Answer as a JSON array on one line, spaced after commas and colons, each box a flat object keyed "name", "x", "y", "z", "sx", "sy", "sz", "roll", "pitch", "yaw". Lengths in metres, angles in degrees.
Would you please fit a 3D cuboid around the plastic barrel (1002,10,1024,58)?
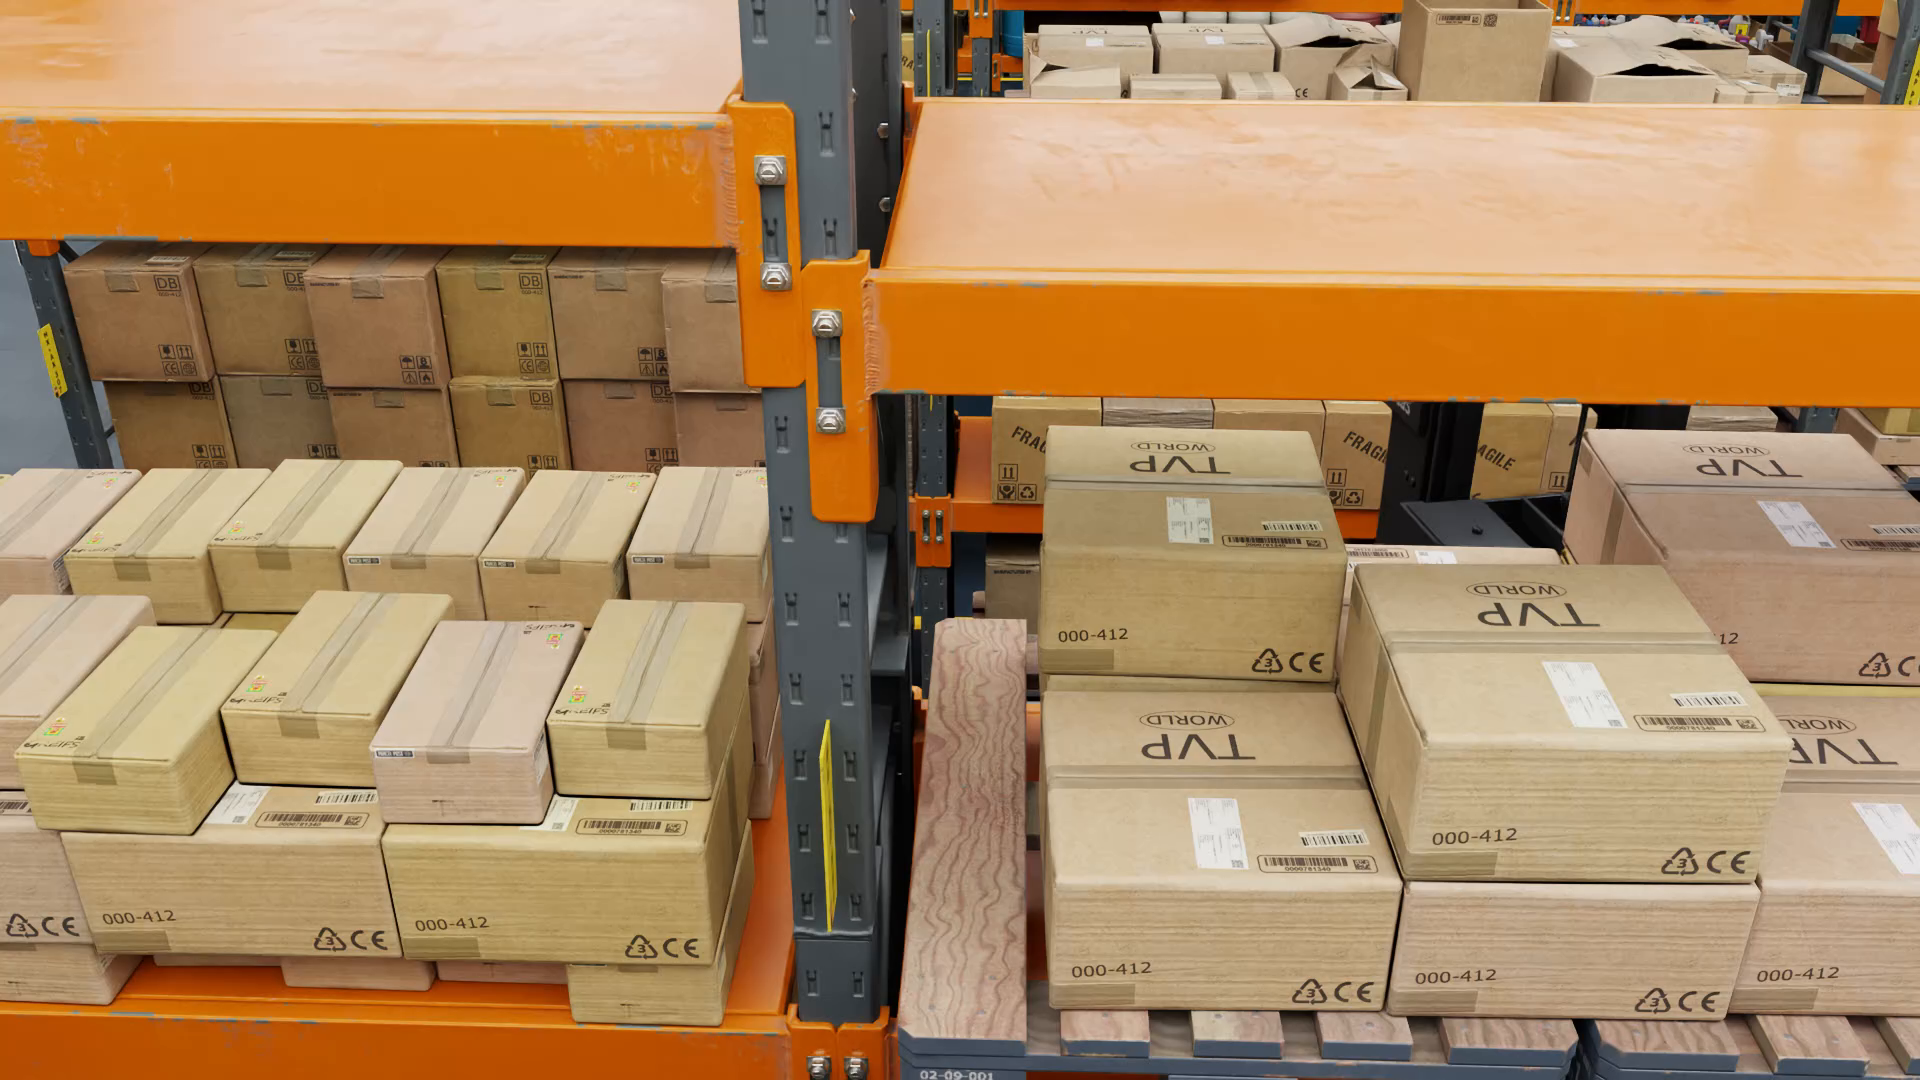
[{"name": "plastic barrel", "x": 0.716, "y": -5.302, "z": 16.515, "sx": 0.708, "sy": 0.901, "sz": 0.600, "roll": 1, "pitch": 28, "yaw": 2}]

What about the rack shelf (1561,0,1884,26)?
[{"name": "rack shelf", "x": 6.162, "y": -3.819, "z": 11.817, "sx": 4.000, "sy": 0.370, "sz": 1.077, "roll": 1, "pitch": 28, "yaw": 2}]

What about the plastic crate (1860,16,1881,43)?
[{"name": "plastic crate", "x": 9.219, "y": -5.020, "z": 16.384, "sx": 0.583, "sy": 0.464, "sz": 0.402, "roll": 1, "pitch": 28, "yaw": 2}]

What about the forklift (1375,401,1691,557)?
[{"name": "forklift", "x": 1.948, "y": 0.887, "z": 5.447, "sx": 1.130, "sy": 2.935, "sz": 3.031, "roll": -5, "pitch": 28, "yaw": -9}]

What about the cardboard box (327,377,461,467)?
[{"name": "cardboard box", "x": -2.630, "y": -0.671, "z": 8.154, "sx": 0.550, "sy": 0.550, "sz": 0.875, "roll": 1, "pitch": 28, "yaw": 2}]

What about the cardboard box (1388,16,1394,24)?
[{"name": "cardboard box", "x": 5.485, "y": -6.424, "z": 21.365, "sx": 0.500, "sy": 0.500, "sz": 0.500, "roll": 0, "pitch": 28, "yaw": 0}]

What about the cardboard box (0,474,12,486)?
[{"name": "cardboard box", "x": -2.044, "y": 0.016, "z": 3.231, "sx": 0.250, "sy": 0.149, "sz": 0.380, "roll": 1, "pitch": 28, "yaw": 3}]

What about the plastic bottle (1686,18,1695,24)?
[{"name": "plastic bottle", "x": 7.226, "y": -5.008, "z": 16.547, "sx": 0.185, "sy": 0.351, "sz": 0.144, "roll": 1, "pitch": 28, "yaw": 2}]

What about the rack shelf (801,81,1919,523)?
[{"name": "rack shelf", "x": 1.815, "y": -0.395, "z": 2.583, "sx": 4.000, "sy": 0.370, "sz": 1.077, "roll": 1, "pitch": 28, "yaw": 2}]

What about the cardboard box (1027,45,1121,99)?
[{"name": "cardboard box", "x": 0.484, "y": -1.960, "z": 7.130, "sx": 0.396, "sy": 0.266, "sz": 0.258, "roll": 1, "pitch": 28, "yaw": 1}]

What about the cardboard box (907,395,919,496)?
[{"name": "cardboard box", "x": -0.480, "y": -0.658, "z": 8.128, "sx": 0.550, "sy": 0.550, "sz": 0.875, "roll": 1, "pitch": 28, "yaw": 2}]

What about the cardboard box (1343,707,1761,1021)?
[{"name": "cardboard box", "x": 0.893, "y": 0.489, "z": 2.635, "sx": 0.500, "sy": 0.250, "sz": 0.500, "roll": 1, "pitch": 28, "yaw": 1}]

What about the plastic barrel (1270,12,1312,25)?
[{"name": "plastic barrel", "x": 3.302, "y": -5.129, "z": 16.604, "sx": 0.421, "sy": 0.512, "sz": 0.421, "roll": 0, "pitch": 28, "yaw": 0}]

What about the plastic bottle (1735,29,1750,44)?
[{"name": "plastic bottle", "x": 7.697, "y": -4.883, "z": 16.383, "sx": 0.133, "sy": 0.283, "sz": 0.061, "roll": 1, "pitch": 28, "yaw": 2}]

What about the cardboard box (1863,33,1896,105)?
[{"name": "cardboard box", "x": 4.467, "y": -2.004, "z": 7.518, "sx": 0.500, "sy": 0.500, "sz": 0.500, "roll": 1, "pitch": 28, "yaw": 2}]

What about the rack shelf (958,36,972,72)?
[{"name": "rack shelf", "x": -1.658, "y": -4.944, "z": 17.143, "sx": 4.000, "sy": 0.370, "sz": 1.077, "roll": 1, "pitch": 28, "yaw": 2}]

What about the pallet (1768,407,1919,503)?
[{"name": "pallet", "x": 4.603, "y": -0.478, "z": 8.154, "sx": 1.003, "sy": 0.211, "sz": 1.213, "roll": 1, "pitch": 28, "yaw": 2}]

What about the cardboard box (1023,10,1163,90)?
[{"name": "cardboard box", "x": 0.955, "y": -3.283, "z": 12.151, "sx": 1.000, "sy": 1.000, "sz": 1.000, "roll": 1, "pitch": 28, "yaw": 2}]

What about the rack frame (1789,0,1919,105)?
[{"name": "rack frame", "x": 3.887, "y": -3.175, "z": 6.632, "sx": 0.127, "sy": 3.000, "sz": 1.000, "roll": 1, "pitch": 28, "yaw": 2}]

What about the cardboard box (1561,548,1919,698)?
[{"name": "cardboard box", "x": 1.420, "y": 0.245, "z": 3.095, "sx": 0.500, "sy": 0.250, "sz": 0.500, "roll": 1, "pitch": 28, "yaw": 2}]

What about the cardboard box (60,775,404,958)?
[{"name": "cardboard box", "x": -1.140, "y": 0.448, "z": 2.842, "sx": 0.500, "sy": 0.250, "sz": 0.500, "roll": 1, "pitch": 28, "yaw": 1}]

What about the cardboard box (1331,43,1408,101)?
[{"name": "cardboard box", "x": 1.752, "y": -1.956, "z": 7.124, "sx": 0.258, "sy": 0.266, "sz": 0.396, "roll": 1, "pitch": 28, "yaw": 2}]

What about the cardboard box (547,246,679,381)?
[{"name": "cardboard box", "x": -1.567, "y": -1.184, "z": 7.968, "sx": 0.550, "sy": 0.550, "sz": 0.875, "roll": 1, "pitch": 28, "yaw": 2}]

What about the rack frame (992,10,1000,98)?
[{"name": "rack frame", "x": 0.340, "y": -5.229, "z": 16.912, "sx": 0.127, "sy": 3.000, "sz": 1.000, "roll": 1, "pitch": 28, "yaw": 2}]

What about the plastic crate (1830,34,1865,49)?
[{"name": "plastic crate", "x": 8.795, "y": -4.932, "z": 16.569, "sx": 0.243, "sy": 0.136, "sz": 0.396, "roll": 1, "pitch": 28, "yaw": 2}]

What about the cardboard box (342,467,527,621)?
[{"name": "cardboard box", "x": -1.012, "y": 0.004, "z": 3.254, "sx": 0.250, "sy": 0.149, "sz": 0.380, "roll": 0, "pitch": 28, "yaw": 0}]

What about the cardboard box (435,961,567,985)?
[{"name": "cardboard box", "x": -0.759, "y": 0.606, "z": 2.970, "sx": 0.250, "sy": 0.149, "sz": 0.380, "roll": 1, "pitch": 28, "yaw": 2}]

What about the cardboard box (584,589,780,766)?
[{"name": "cardboard box", "x": -0.614, "y": 0.202, "z": 3.306, "sx": 0.500, "sy": 0.250, "sz": 0.500, "roll": 0, "pitch": 28, "yaw": 1}]

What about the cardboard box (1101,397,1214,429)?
[{"name": "cardboard box", "x": 0.910, "y": -0.492, "z": 7.869, "sx": 0.500, "sy": 0.500, "sz": 0.500, "roll": 1, "pitch": 28, "yaw": 2}]

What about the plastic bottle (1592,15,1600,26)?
[{"name": "plastic bottle", "x": 6.517, "y": -5.261, "z": 17.110, "sx": 0.097, "sy": 0.271, "sz": 0.097, "roll": 0, "pitch": 28, "yaw": 0}]

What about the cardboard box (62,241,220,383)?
[{"name": "cardboard box", "x": -3.739, "y": -1.176, "z": 7.953, "sx": 0.550, "sy": 0.550, "sz": 0.875, "roll": 1, "pitch": 28, "yaw": 2}]

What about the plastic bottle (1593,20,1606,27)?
[{"name": "plastic bottle", "x": 6.304, "y": -4.955, "z": 16.448, "sx": 0.185, "sy": 0.351, "sz": 0.144, "roll": 1, "pitch": 28, "yaw": 2}]

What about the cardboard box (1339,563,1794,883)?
[{"name": "cardboard box", "x": 0.884, "y": 0.263, "z": 2.526, "sx": 0.500, "sy": 0.250, "sz": 0.500, "roll": 0, "pitch": 28, "yaw": 1}]

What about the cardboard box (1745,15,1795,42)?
[{"name": "cardboard box", "x": 10.392, "y": -6.478, "z": 21.463, "sx": 0.637, "sy": 0.503, "sz": 0.797, "roll": 1, "pitch": 28, "yaw": 2}]

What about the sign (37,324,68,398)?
[{"name": "sign", "x": -4.134, "y": -0.815, "z": 7.575, "sx": 0.005, "sy": 0.325, "sz": 0.100, "roll": 1, "pitch": 28, "yaw": 2}]

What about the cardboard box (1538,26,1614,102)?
[{"name": "cardboard box", "x": 2.671, "y": -2.137, "z": 7.480, "sx": 0.500, "sy": 0.250, "sz": 0.500, "roll": 2, "pitch": 28, "yaw": 3}]

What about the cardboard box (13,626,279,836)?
[{"name": "cardboard box", "x": -1.292, "y": 0.301, "z": 2.694, "sx": 0.250, "sy": 0.149, "sz": 0.380, "roll": 2, "pitch": 28, "yaw": 3}]

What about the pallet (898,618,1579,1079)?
[{"name": "pallet", "x": 0.429, "y": 0.546, "z": 3.016, "sx": 1.003, "sy": 0.211, "sz": 1.213, "roll": 1, "pitch": 28, "yaw": 2}]

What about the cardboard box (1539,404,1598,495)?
[{"name": "cardboard box", "x": 2.929, "y": -0.460, "z": 7.807, "sx": 0.500, "sy": 0.500, "sz": 0.500, "roll": 1, "pitch": 28, "yaw": 2}]

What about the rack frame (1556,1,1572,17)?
[{"name": "rack frame", "x": 4.163, "y": -2.845, "z": 12.414, "sx": 0.127, "sy": 3.000, "sz": 1.000, "roll": 1, "pitch": 28, "yaw": 2}]
